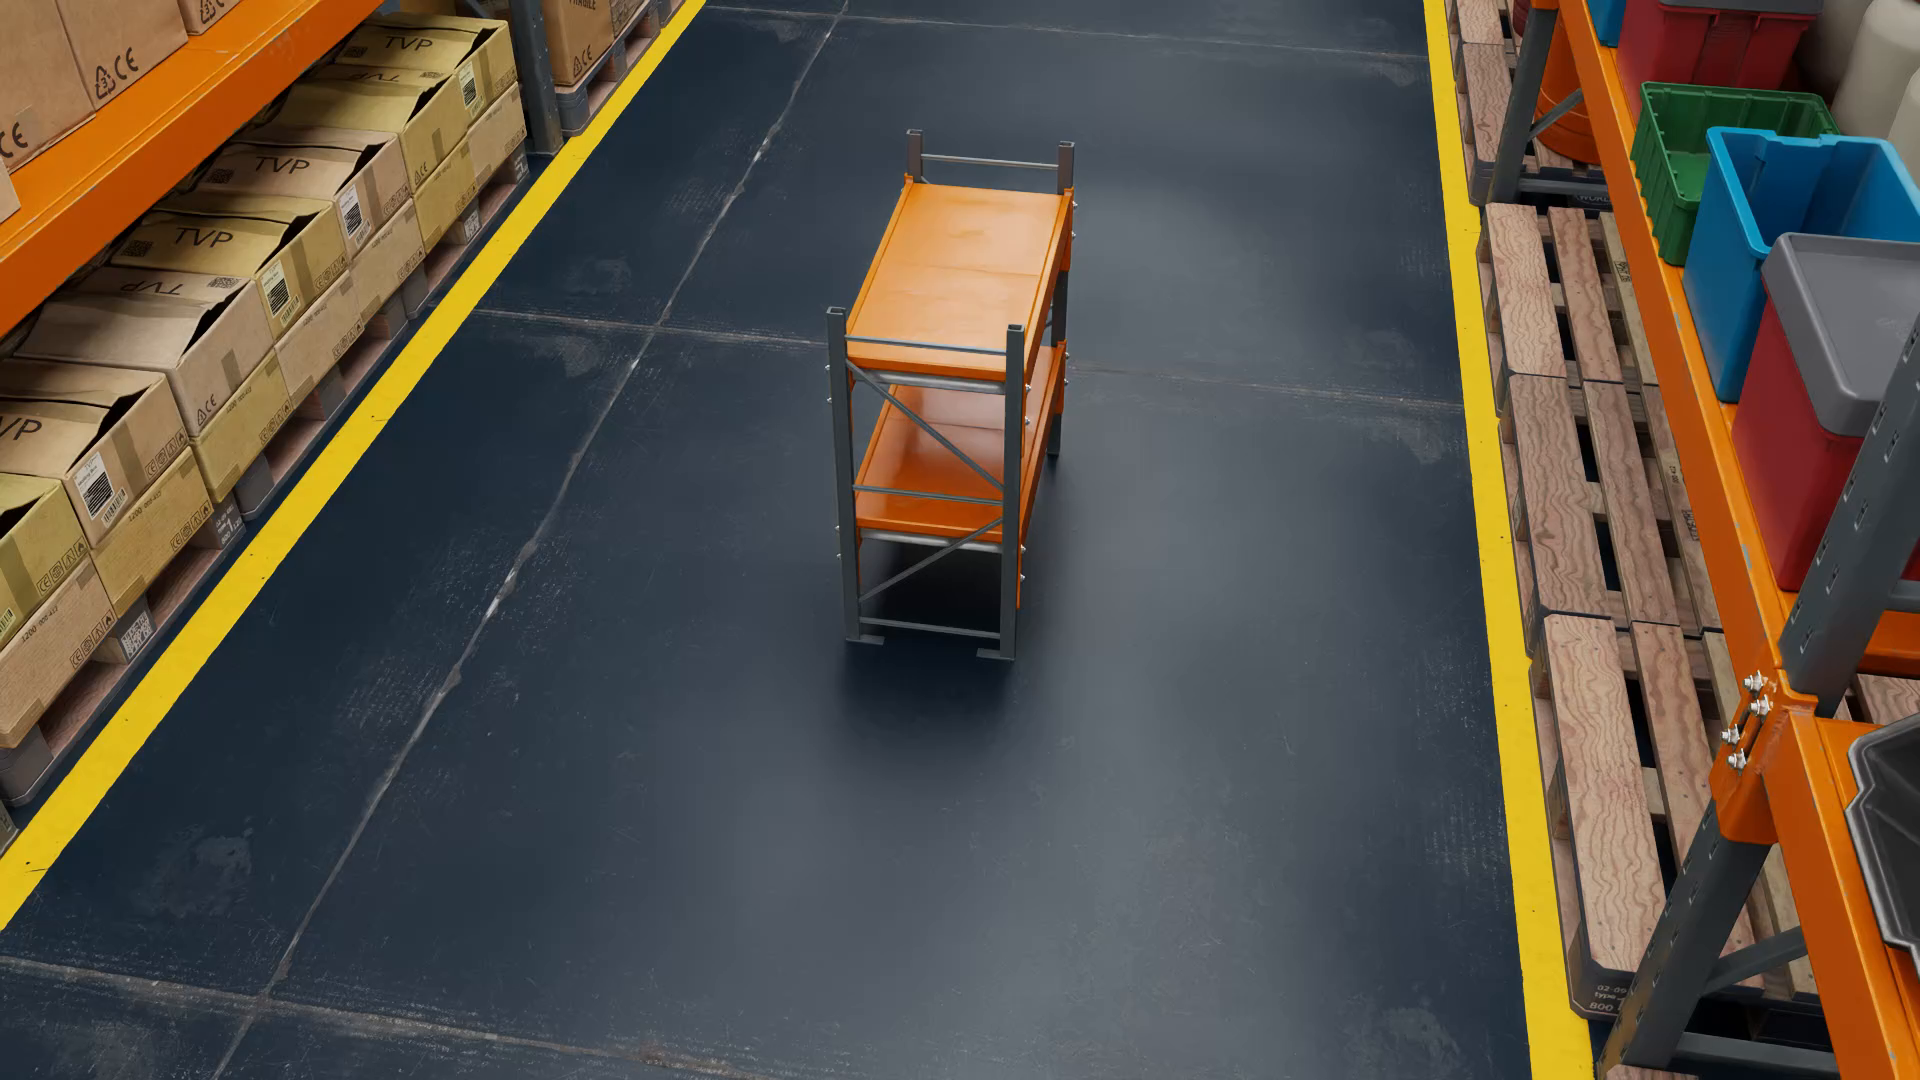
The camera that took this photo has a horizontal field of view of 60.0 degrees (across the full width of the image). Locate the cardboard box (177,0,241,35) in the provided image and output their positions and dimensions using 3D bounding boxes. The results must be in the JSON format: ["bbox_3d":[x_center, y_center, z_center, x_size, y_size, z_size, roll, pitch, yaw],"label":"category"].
[{"bbox_3d":[-2.528,-1.903,5.120,0.500,0.500,0.500,4,40,5],"label":"cardboard box"}]

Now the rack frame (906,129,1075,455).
[{"bbox_3d":[0.089,-0.757,5.283,0.500,1.125,0.032,6,40,8],"label":"rack frame"}]

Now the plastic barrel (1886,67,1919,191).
[{"bbox_3d":[2.440,-0.950,3.938,0.433,0.535,0.433,0,40,0],"label":"plastic barrel"}]

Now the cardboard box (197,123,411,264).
[{"bbox_3d":[-2.276,-1.239,5.782,0.500,0.311,0.500,6,40,7],"label":"cardboard box"}]

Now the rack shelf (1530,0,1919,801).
[{"bbox_3d":[2.278,-0.839,4.475,1.077,0.370,4.000,6,40,8],"label":"rack shelf"}]

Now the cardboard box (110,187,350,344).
[{"bbox_3d":[-2.365,-0.924,5.402,0.500,0.311,0.500,7,40,9],"label":"cardboard box"}]

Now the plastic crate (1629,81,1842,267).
[{"bbox_3d":[1.955,-0.903,4.155,0.450,0.188,0.662,6,40,8],"label":"plastic crate"}]

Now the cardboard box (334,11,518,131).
[{"bbox_3d":[-2.102,-1.882,6.560,0.500,0.311,0.500,7,40,9],"label":"cardboard box"}]

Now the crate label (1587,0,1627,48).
[{"bbox_3d":[2.186,-1.791,5.034,0.502,0.435,0.616,6,40,8],"label":"crate label"}]

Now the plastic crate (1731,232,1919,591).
[{"bbox_3d":[1.714,-0.223,3.115,0.402,0.464,0.583,6,40,8],"label":"plastic crate"}]

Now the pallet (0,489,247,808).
[{"bbox_3d":[-2.857,0.199,4.844,1.003,0.211,1.213,6,40,8],"label":"pallet"}]

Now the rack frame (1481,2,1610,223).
[{"bbox_3d":[2.624,-2.371,5.764,1.000,3.000,0.127,6,40,8],"label":"rack frame"}]

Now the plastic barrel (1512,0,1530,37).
[{"bbox_3d":[2.887,-2.621,7.629,0.600,0.588,0.708,6,40,8],"label":"plastic barrel"}]

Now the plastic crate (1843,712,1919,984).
[{"bbox_3d":[1.716,0.478,2.367,0.767,0.338,0.504,6,40,8],"label":"plastic crate"}]

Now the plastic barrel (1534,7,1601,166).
[{"bbox_3d":[2.692,-2.005,6.695,0.600,0.830,0.708,6,40,8],"label":"plastic barrel"}]

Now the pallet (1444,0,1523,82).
[{"bbox_3d":[2.933,-2.559,8.180,1.003,0.211,1.213,6,40,8],"label":"pallet"}]

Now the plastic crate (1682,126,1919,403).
[{"bbox_3d":[1.816,-0.581,3.611,0.392,0.384,0.575,6,40,8],"label":"plastic crate"}]

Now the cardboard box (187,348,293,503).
[{"bbox_3d":[-2.456,-0.383,5.188,0.500,0.250,0.500,5,40,6],"label":"cardboard box"}]

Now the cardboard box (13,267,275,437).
[{"bbox_3d":[-2.449,-0.598,5.007,0.500,0.311,0.500,5,40,6],"label":"cardboard box"}]

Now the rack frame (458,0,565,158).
[{"bbox_3d":[-2.254,-2.920,6.427,1.000,3.000,0.127,6,40,8],"label":"rack frame"}]

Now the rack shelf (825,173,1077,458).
[{"bbox_3d":[0.001,-0.663,4.710,0.538,0.278,1.000,6,40,8],"label":"rack shelf"}]

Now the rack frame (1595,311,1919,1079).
[{"bbox_3d":[1.932,0.139,2.728,1.000,3.000,0.127,6,40,8],"label":"rack frame"}]

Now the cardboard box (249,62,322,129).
[{"bbox_3d":[-2.717,-1.611,6.233,0.500,0.311,0.500,5,40,7],"label":"cardboard box"}]

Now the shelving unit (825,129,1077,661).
[{"bbox_3d":[0.001,-0.438,4.897,0.538,1.125,1.048,6,40,8],"label":"shelving unit"}]

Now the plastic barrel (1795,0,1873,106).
[{"bbox_3d":[2.583,-1.481,4.599,0.421,0.512,0.421,0,40,0],"label":"plastic barrel"}]

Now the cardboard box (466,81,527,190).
[{"bbox_3d":[-2.105,-1.665,6.738,0.500,0.250,0.500,7,40,9],"label":"cardboard box"}]

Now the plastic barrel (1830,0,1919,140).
[{"bbox_3d":[2.515,-1.221,4.267,0.433,0.535,0.433,0,40,0],"label":"plastic barrel"}]

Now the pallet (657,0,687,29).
[{"bbox_3d":[-1.874,-3.073,8.801,1.003,0.211,1.213,6,40,8],"label":"pallet"}]

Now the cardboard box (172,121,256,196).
[{"bbox_3d":[-2.807,-1.291,5.846,0.500,0.311,0.500,5,40,6],"label":"cardboard box"}]

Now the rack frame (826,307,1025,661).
[{"bbox_3d":[-0.087,-0.119,4.511,0.500,1.125,0.032,6,40,8],"label":"rack frame"}]

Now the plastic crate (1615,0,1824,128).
[{"bbox_3d":[2.043,-1.415,4.558,0.402,0.464,0.583,6,40,8],"label":"plastic crate"}]

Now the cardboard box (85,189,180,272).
[{"bbox_3d":[-2.895,-0.968,5.455,0.500,0.311,0.500,6,40,7],"label":"cardboard box"}]

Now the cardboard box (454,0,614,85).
[{"bbox_3d":[-1.894,-2.380,7.391,0.500,0.500,0.500,8,40,10],"label":"cardboard box"}]

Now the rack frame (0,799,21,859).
[{"bbox_3d":[-2.946,-0.409,3.391,1.000,3.000,0.127,6,40,8],"label":"rack frame"}]

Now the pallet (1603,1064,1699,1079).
[{"bbox_3d":[1.774,1.631,3.112,1.003,0.211,1.213,6,40,8],"label":"pallet"}]

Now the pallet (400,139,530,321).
[{"bbox_3d":[-2.435,-1.333,6.696,1.003,0.211,1.213,6,40,8],"label":"pallet"}]

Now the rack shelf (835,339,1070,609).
[{"bbox_3d":[0.001,-0.249,5.053,0.538,0.278,1.000,6,40,8],"label":"rack shelf"}]

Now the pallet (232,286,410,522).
[{"bbox_3d":[-2.648,-0.569,5.773,1.003,0.211,1.213,6,40,8],"label":"pallet"}]

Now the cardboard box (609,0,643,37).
[{"bbox_3d":[-1.809,-2.709,7.789,0.500,0.500,0.500,5,40,6],"label":"cardboard box"}]

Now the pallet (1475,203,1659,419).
[{"bbox_3d":[2.452,-0.814,6.069,1.003,0.211,1.213,6,40,8],"label":"pallet"}]

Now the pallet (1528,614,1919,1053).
[{"bbox_3d":[2.029,0.717,4.217,1.003,0.211,1.213,6,40,8],"label":"pallet"}]

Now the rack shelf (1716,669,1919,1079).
[{"bbox_3d":[1.586,1.672,1.439,1.077,0.370,4.000,6,40,8],"label":"rack shelf"}]

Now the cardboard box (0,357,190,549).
[{"bbox_3d":[-2.538,-0.273,4.614,0.500,0.311,0.500,6,40,7],"label":"cardboard box"}]

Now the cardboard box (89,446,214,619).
[{"bbox_3d":[-2.543,-0.058,4.794,0.500,0.250,0.500,7,40,9],"label":"cardboard box"}]

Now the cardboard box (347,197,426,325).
[{"bbox_3d":[-2.281,-1.025,5.965,0.500,0.250,0.500,7,40,9],"label":"cardboard box"}]

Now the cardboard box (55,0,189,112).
[{"bbox_3d":[-2.620,-1.573,4.720,0.500,0.500,0.500,6,40,8],"label":"cardboard box"}]

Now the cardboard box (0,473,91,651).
[{"bbox_3d":[-2.629,0.041,4.235,0.500,0.311,0.500,7,40,8],"label":"cardboard box"}]

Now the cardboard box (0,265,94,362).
[{"bbox_3d":[-2.986,-0.653,5.075,0.500,0.311,0.500,6,40,8],"label":"cardboard box"}]

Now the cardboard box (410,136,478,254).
[{"bbox_3d":[-2.191,-1.341,6.346,0.500,0.250,0.500,6,40,7],"label":"cardboard box"}]

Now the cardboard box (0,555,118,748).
[{"bbox_3d":[-2.633,0.263,4.406,0.500,0.250,0.500,5,40,7],"label":"cardboard box"}]

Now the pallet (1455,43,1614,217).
[{"bbox_3d":[2.719,-1.796,7.256,1.003,0.211,1.213,6,40,8],"label":"pallet"}]

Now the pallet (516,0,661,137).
[{"bbox_3d":[-2.088,-2.309,7.877,1.003,0.211,1.213,6,40,8],"label":"pallet"}]

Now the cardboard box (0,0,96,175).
[{"bbox_3d":[-2.706,-1.259,4.340,0.500,0.500,0.500,9,40,11],"label":"cardboard box"}]

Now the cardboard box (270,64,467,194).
[{"bbox_3d":[-2.186,-1.555,6.165,0.500,0.311,0.500,6,40,7],"label":"cardboard box"}]

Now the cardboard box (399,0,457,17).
[{"bbox_3d":[-2.324,-2.739,7.825,0.500,0.500,0.500,8,40,9],"label":"cardboard box"}]

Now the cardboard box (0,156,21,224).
[{"bbox_3d":[-2.592,-0.846,4.116,0.380,0.149,0.250,6,40,8],"label":"cardboard box"}]

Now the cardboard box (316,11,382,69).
[{"bbox_3d":[-2.634,-1.942,6.633,0.500,0.311,0.500,8,40,9],"label":"cardboard box"}]

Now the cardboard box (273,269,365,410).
[{"bbox_3d":[-2.367,-0.702,5.574,0.500,0.250,0.500,7,40,9],"label":"cardboard box"}]

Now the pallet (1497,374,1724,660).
[{"bbox_3d":[2.238,-0.051,5.146,1.003,0.211,1.213,6,40,8],"label":"pallet"}]
